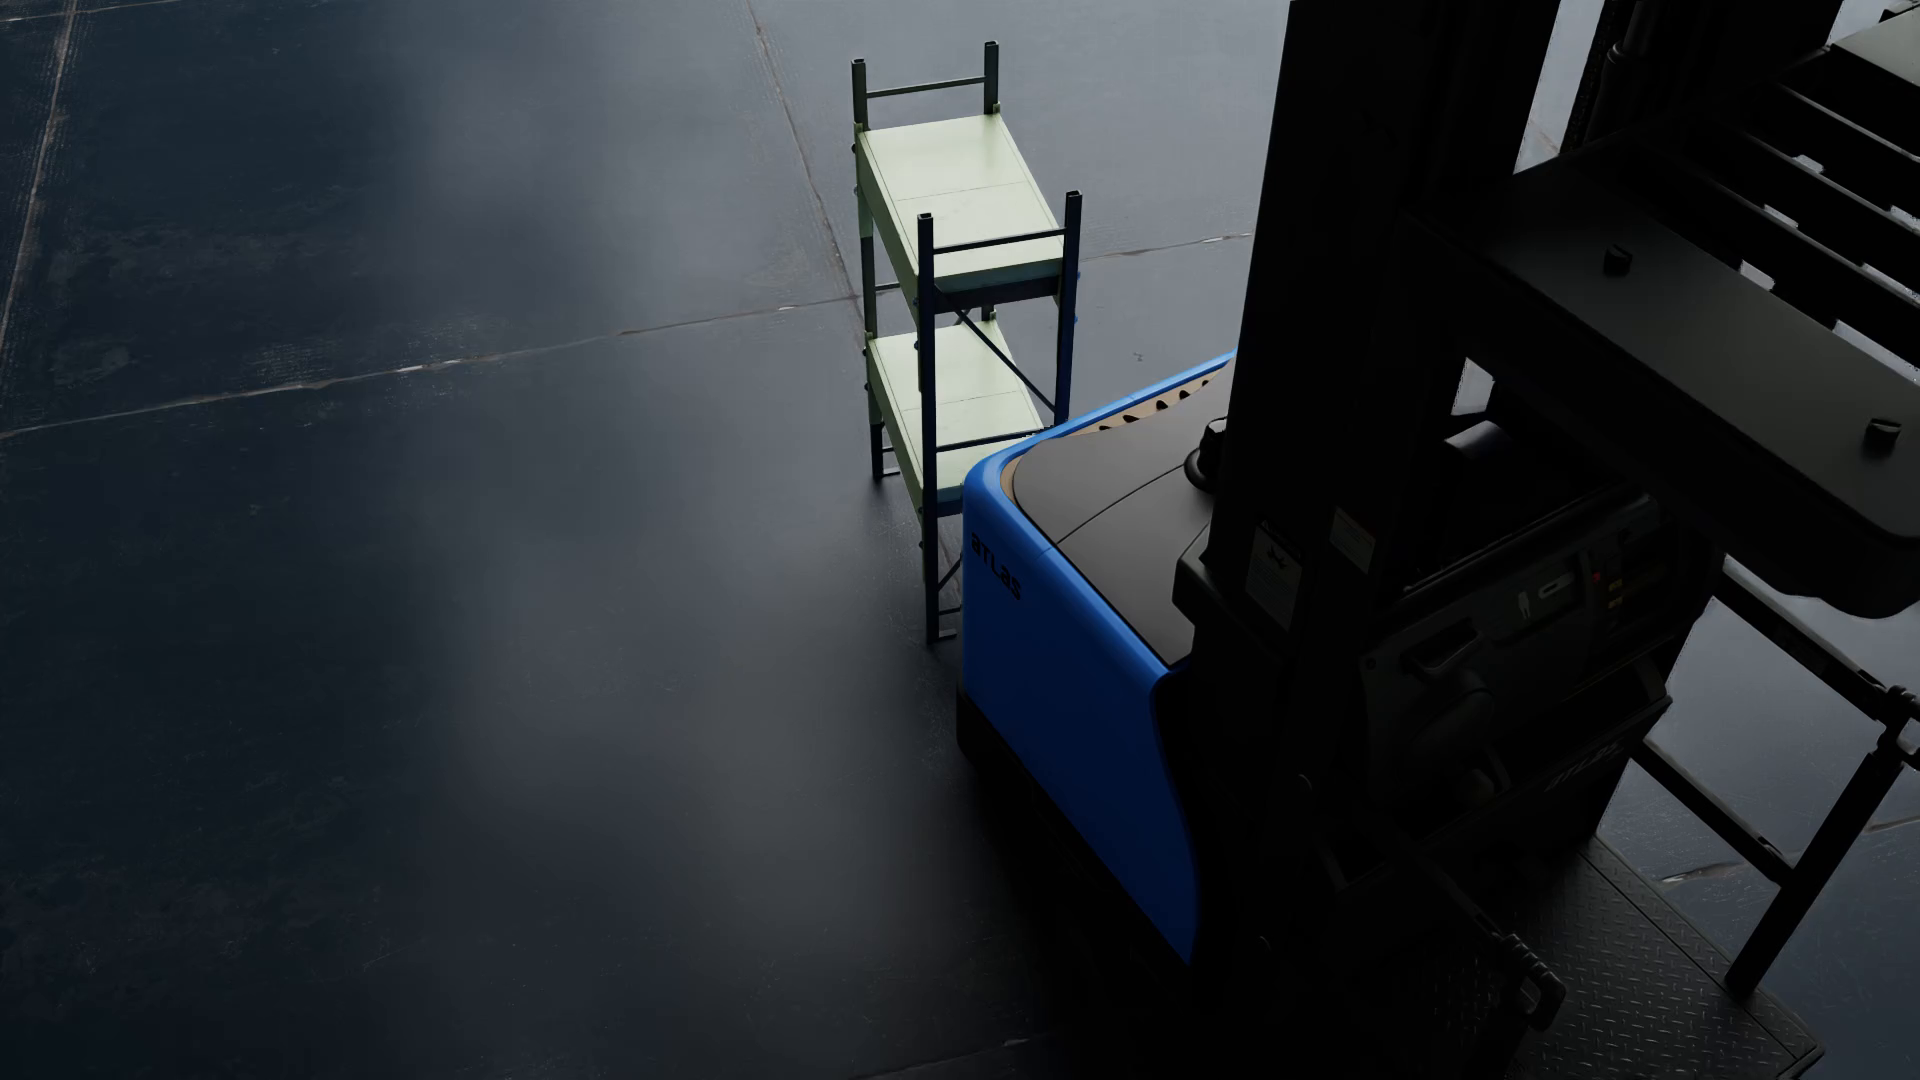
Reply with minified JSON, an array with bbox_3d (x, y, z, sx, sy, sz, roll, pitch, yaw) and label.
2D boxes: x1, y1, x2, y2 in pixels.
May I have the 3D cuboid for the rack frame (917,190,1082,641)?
[{"bbox_3d":[0.095,-0.268,4.462,0.400,1.500,0.023,-11,47,-10],"label":"rack frame"}]

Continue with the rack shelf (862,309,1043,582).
[{"bbox_3d":[0.002,-0.292,4.943,0.431,0.370,0.720,-11,47,-10],"label":"rack shelf"}]

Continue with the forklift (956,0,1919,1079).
[{"bbox_3d":[1.202,0.259,2.944,1.130,2.935,3.031,-24,50,-22],"label":"forklift"}]

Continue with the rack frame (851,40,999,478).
[{"bbox_3d":[-0.092,-0.773,4.957,0.400,1.500,0.023,-11,47,-10],"label":"rack frame"}]

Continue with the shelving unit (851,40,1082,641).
[{"bbox_3d":[0.002,-0.520,4.710,0.431,1.500,0.755,-11,47,-10],"label":"shelving unit"}]

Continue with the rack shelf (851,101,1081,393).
[{"bbox_3d":[0.002,-0.793,4.431,0.431,0.370,0.720,-11,47,-10],"label":"rack shelf"}]
